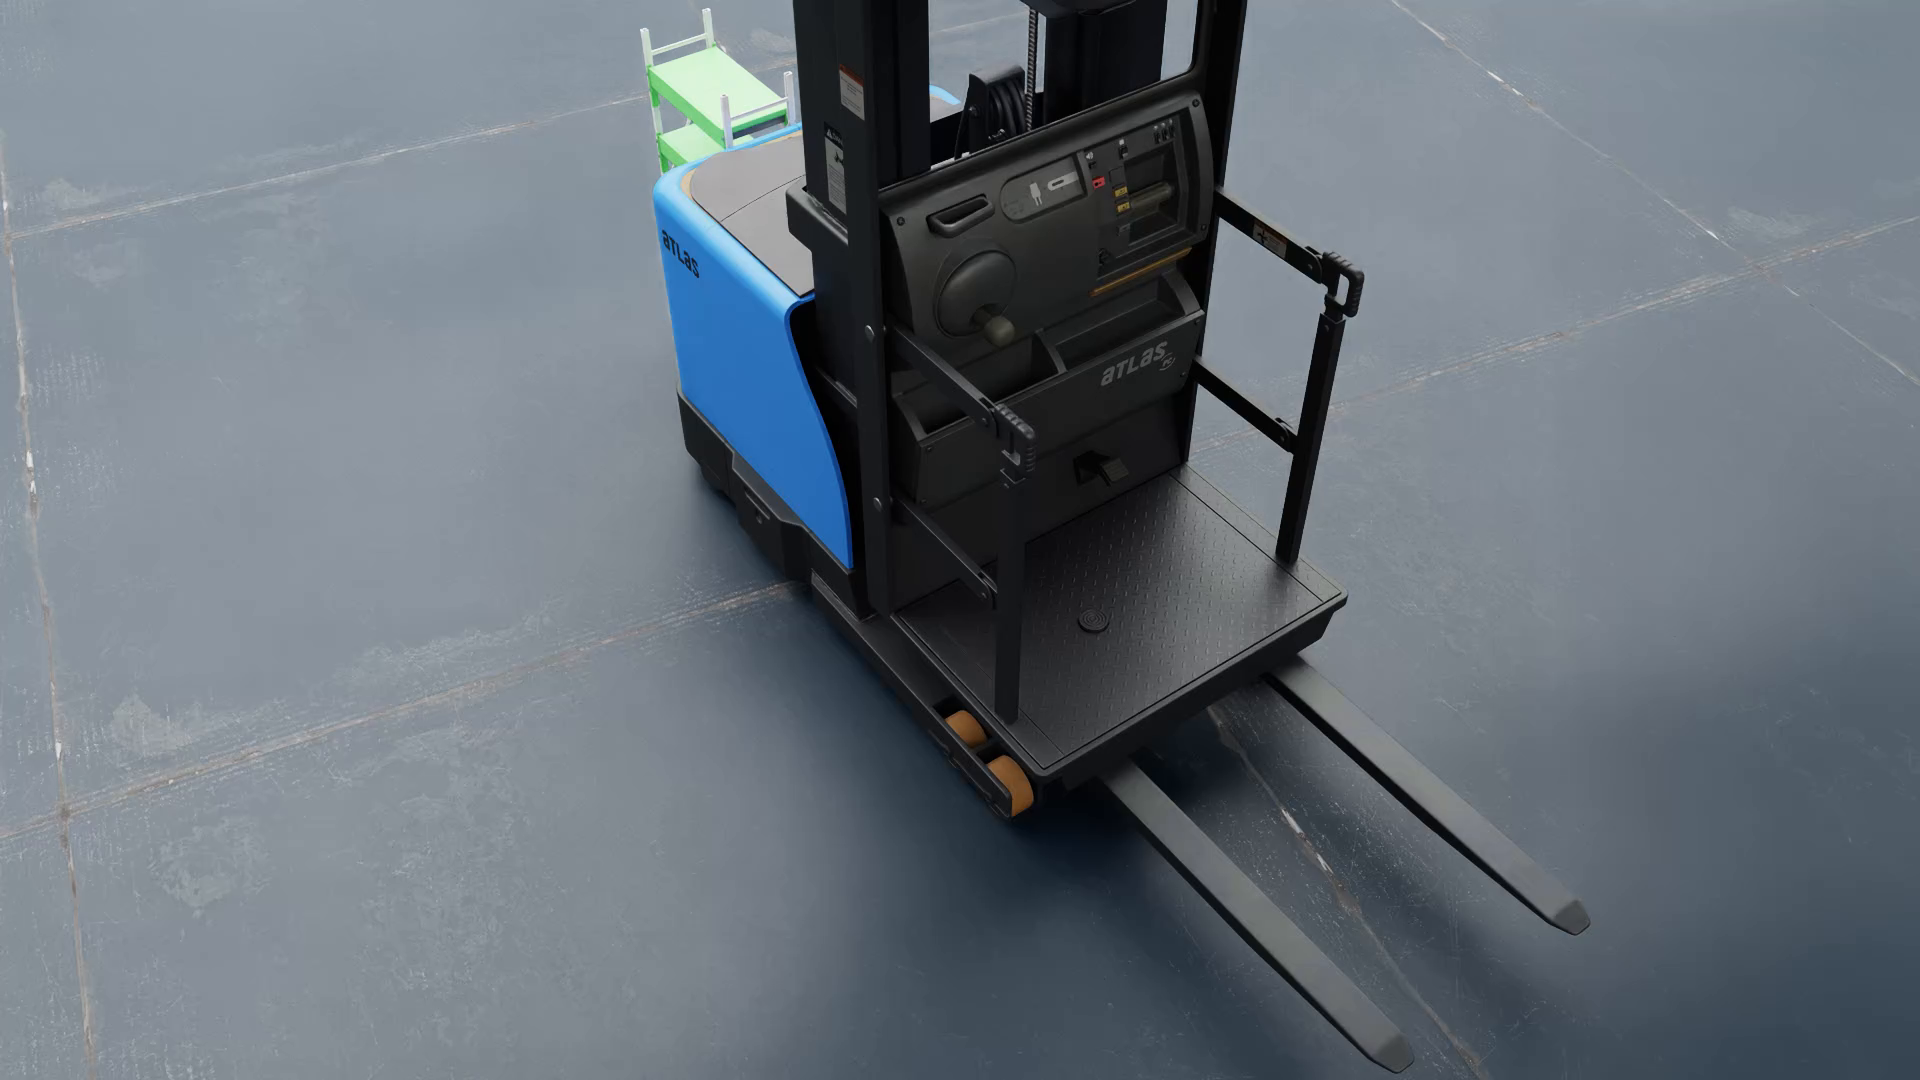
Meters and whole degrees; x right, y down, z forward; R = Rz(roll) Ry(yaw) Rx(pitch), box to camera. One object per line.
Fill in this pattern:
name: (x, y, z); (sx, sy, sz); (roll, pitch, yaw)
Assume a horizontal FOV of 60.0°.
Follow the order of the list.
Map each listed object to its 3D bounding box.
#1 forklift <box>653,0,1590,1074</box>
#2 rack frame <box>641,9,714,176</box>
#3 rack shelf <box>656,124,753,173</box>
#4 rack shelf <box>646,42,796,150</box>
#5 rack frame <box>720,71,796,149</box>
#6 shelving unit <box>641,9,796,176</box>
forklift: (0.364, -0.689, 3.861); (1.130, 2.935, 3.031); (-27, 51, -25)
rack frame: (-0.886, -1.195, 5.607); (0.240, 1.200, 0.015); (-27, 51, -25)
rack shelf: (-0.744, -1.181, 5.342); (0.258, 0.148, 0.480); (-27, 51, -25)
rack shelf: (-0.744, -1.352, 5.173); (0.258, 0.148, 0.480); (-27, 51, -25)
rack frame: (-0.601, -0.917, 5.325); (0.240, 1.200, 0.015); (-27, 51, -25)
shelving unit: (-0.744, -1.056, 5.466); (0.258, 1.200, 0.503); (-27, 51, -25)
